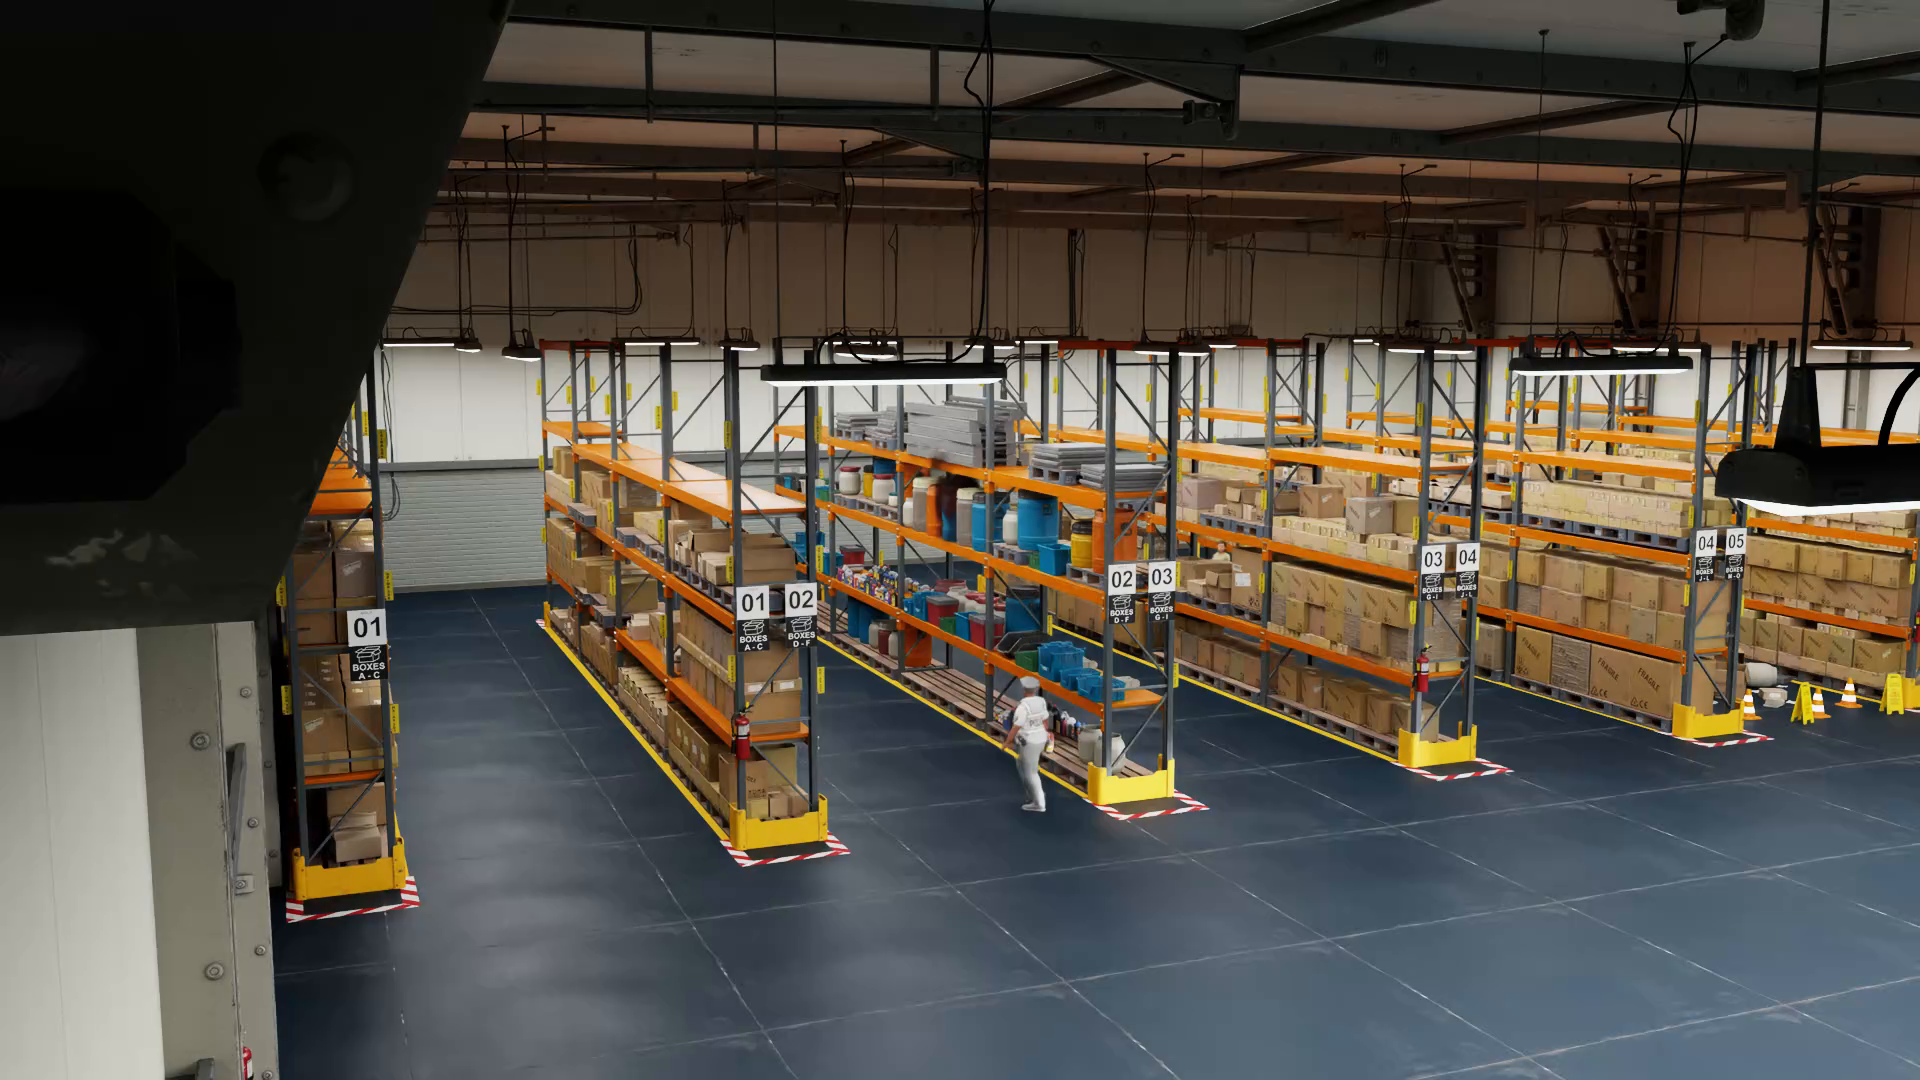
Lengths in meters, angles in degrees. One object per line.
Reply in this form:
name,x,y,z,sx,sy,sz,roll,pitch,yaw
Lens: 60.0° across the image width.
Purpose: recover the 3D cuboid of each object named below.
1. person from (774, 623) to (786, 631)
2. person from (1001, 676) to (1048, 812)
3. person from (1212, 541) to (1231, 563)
person,-3.494,1.241,32.285,0.655,1.750,0.886,0,7,-1
person,0.874,2.680,21.717,0.615,1.838,0.575,3,8,24
person,5.571,0.841,35.881,0.488,1.671,0.448,-5,9,-33
